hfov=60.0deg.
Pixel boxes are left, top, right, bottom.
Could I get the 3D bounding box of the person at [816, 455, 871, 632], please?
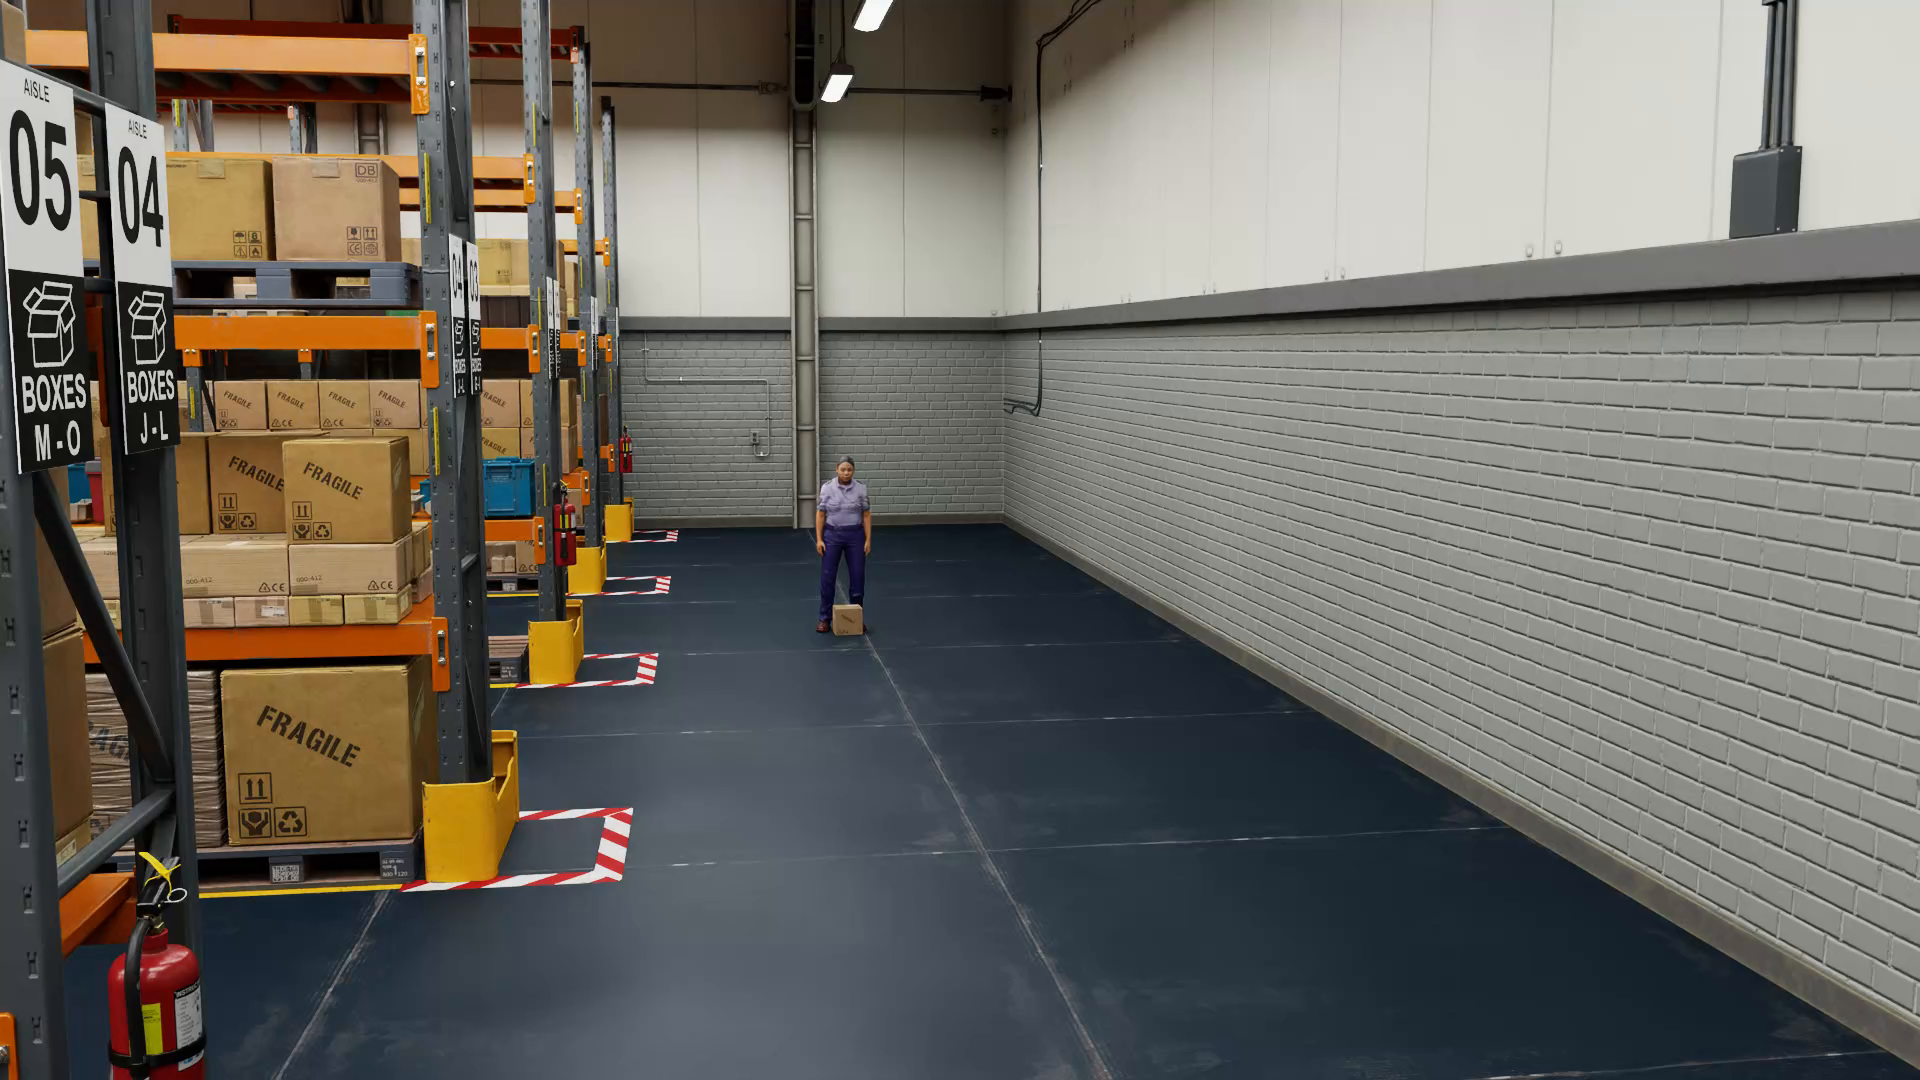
[{"bbox_3d":[-1.102,0.023,15.673,0.540,1.652,0.369,-1,7,-9],"label":"person"}]
